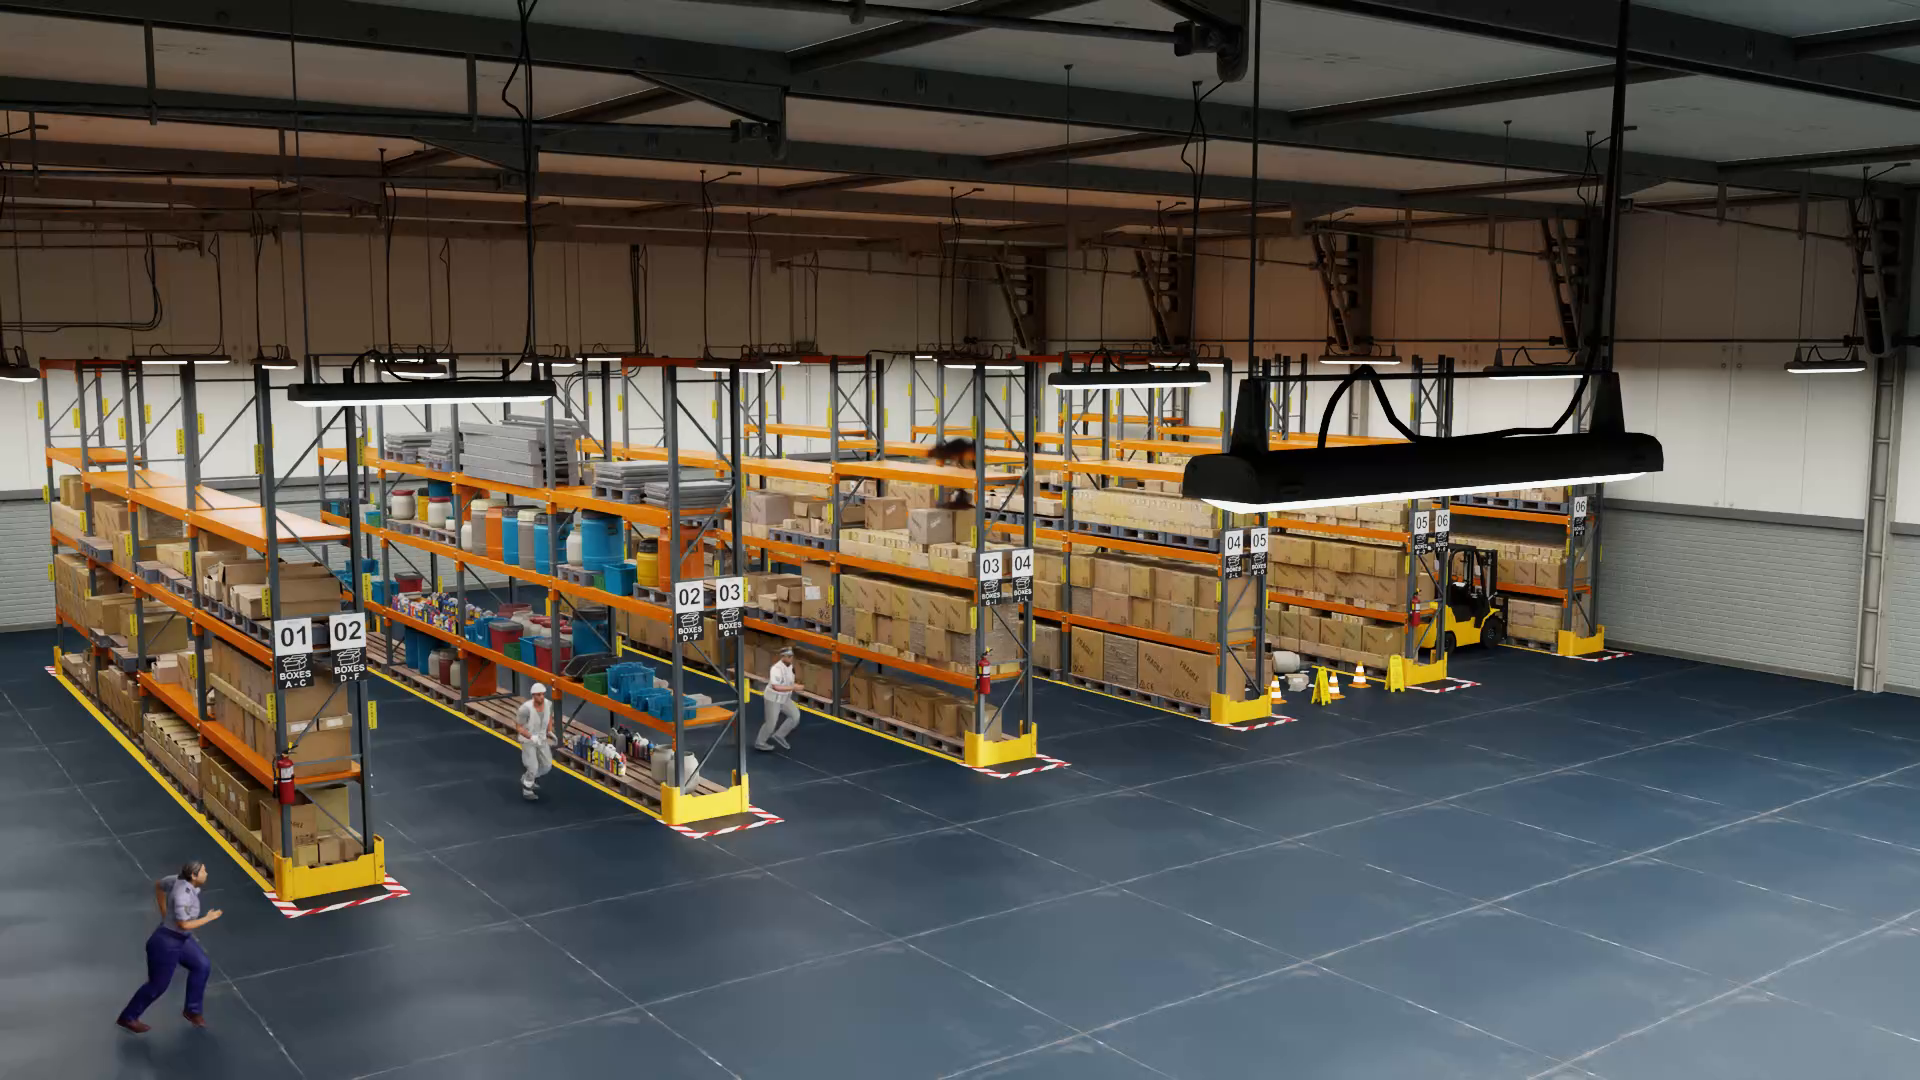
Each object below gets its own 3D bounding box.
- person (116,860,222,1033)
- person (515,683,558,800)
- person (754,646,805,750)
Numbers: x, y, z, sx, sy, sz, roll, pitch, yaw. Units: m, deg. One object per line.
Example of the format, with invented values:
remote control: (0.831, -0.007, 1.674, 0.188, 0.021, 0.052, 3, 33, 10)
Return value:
person: (-7.248, 3.757, 15.237, 0.929, 1.662, 0.624, -2, 7, -18)
person: (-5.865, 2.761, 22.860, 0.778, 1.684, 0.655, 6, 9, 39)
person: (-2.750, 2.433, 25.583, 0.919, 1.680, 0.679, 4, 8, 28)
